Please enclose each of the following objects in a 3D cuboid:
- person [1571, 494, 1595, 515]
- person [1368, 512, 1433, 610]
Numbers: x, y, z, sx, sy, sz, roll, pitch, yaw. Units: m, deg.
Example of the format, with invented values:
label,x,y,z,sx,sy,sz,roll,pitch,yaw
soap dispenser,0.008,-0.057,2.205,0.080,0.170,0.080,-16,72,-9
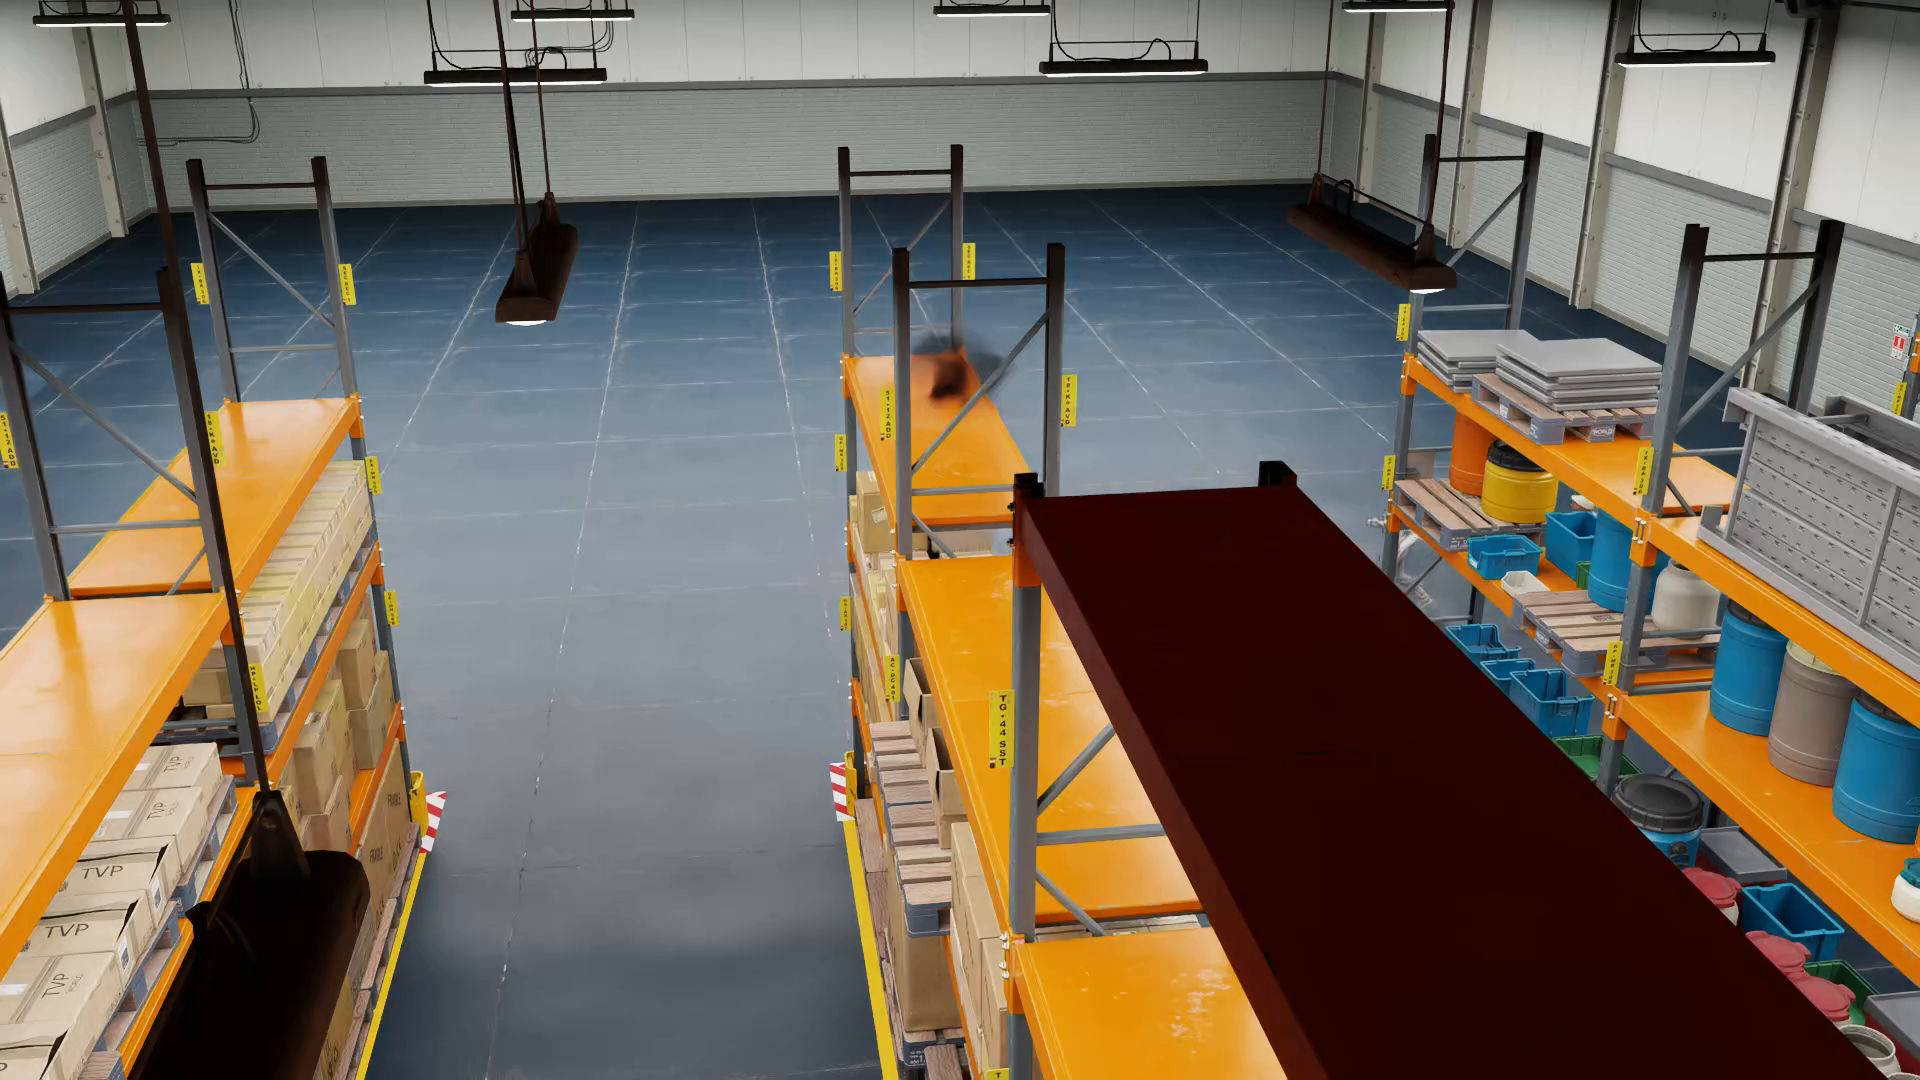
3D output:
label,x,y,z,sx,sy,sz,roll,pitch,yaw
person,6.974,0.295,18.561,0.733,1.748,0.705,6,22,15
person,4.991,0.116,19.004,0.922,1.690,0.614,5,22,13
